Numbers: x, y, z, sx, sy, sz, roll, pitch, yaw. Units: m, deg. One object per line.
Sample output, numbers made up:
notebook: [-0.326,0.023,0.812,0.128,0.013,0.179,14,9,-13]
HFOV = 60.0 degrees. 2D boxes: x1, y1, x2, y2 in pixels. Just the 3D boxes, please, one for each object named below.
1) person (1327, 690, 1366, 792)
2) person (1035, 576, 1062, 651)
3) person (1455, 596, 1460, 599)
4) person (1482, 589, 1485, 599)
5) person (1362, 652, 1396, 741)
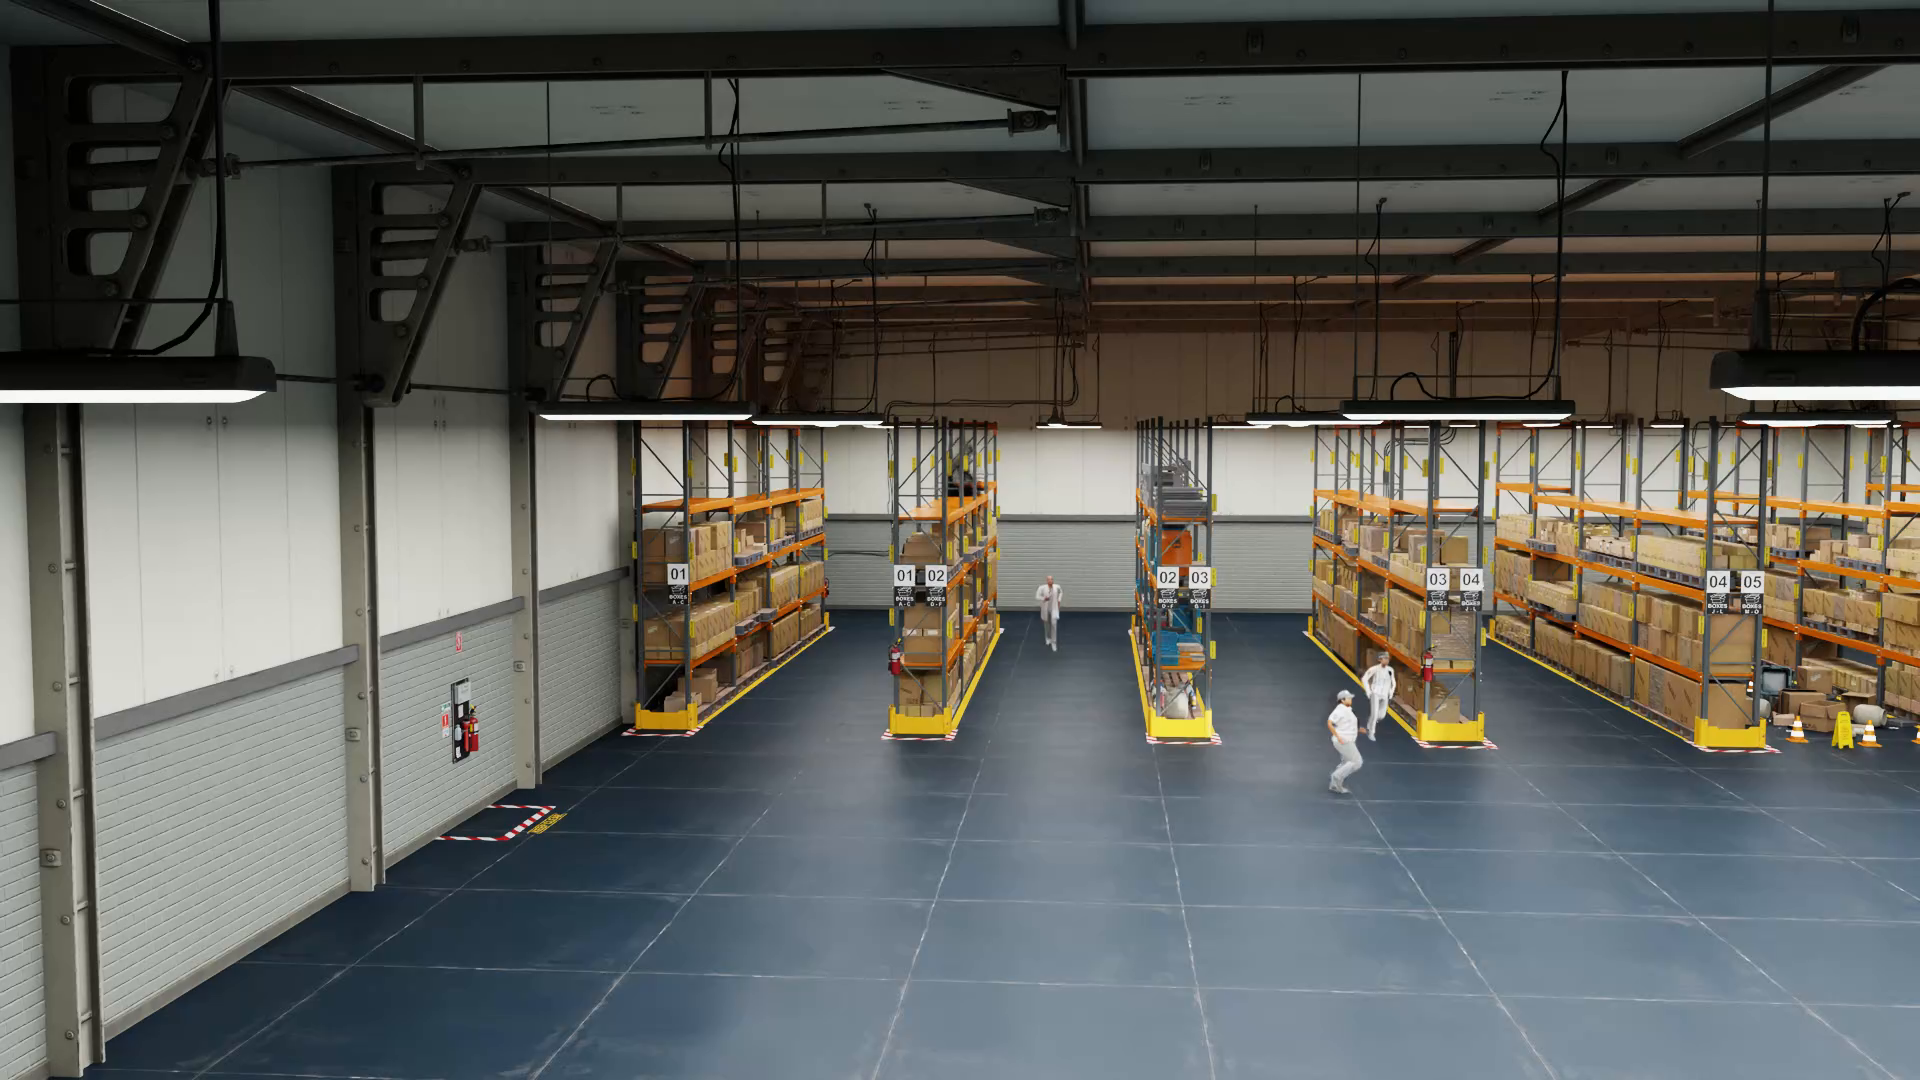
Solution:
person: [6.122,3.187,26.259,0.573,1.626,0.593,2,4,23]
person: [2.240,1.824,42.002,0.669,1.862,0.958,0,4,3]
person: [13.457,1.902,45.381,0.758,1.733,0.866,1,4,9]
person: [14.425,1.796,46.959,0.845,1.728,0.719,-2,4,-28]
person: [7.833,2.896,31.076,0.653,1.653,0.576,0,4,-5]
